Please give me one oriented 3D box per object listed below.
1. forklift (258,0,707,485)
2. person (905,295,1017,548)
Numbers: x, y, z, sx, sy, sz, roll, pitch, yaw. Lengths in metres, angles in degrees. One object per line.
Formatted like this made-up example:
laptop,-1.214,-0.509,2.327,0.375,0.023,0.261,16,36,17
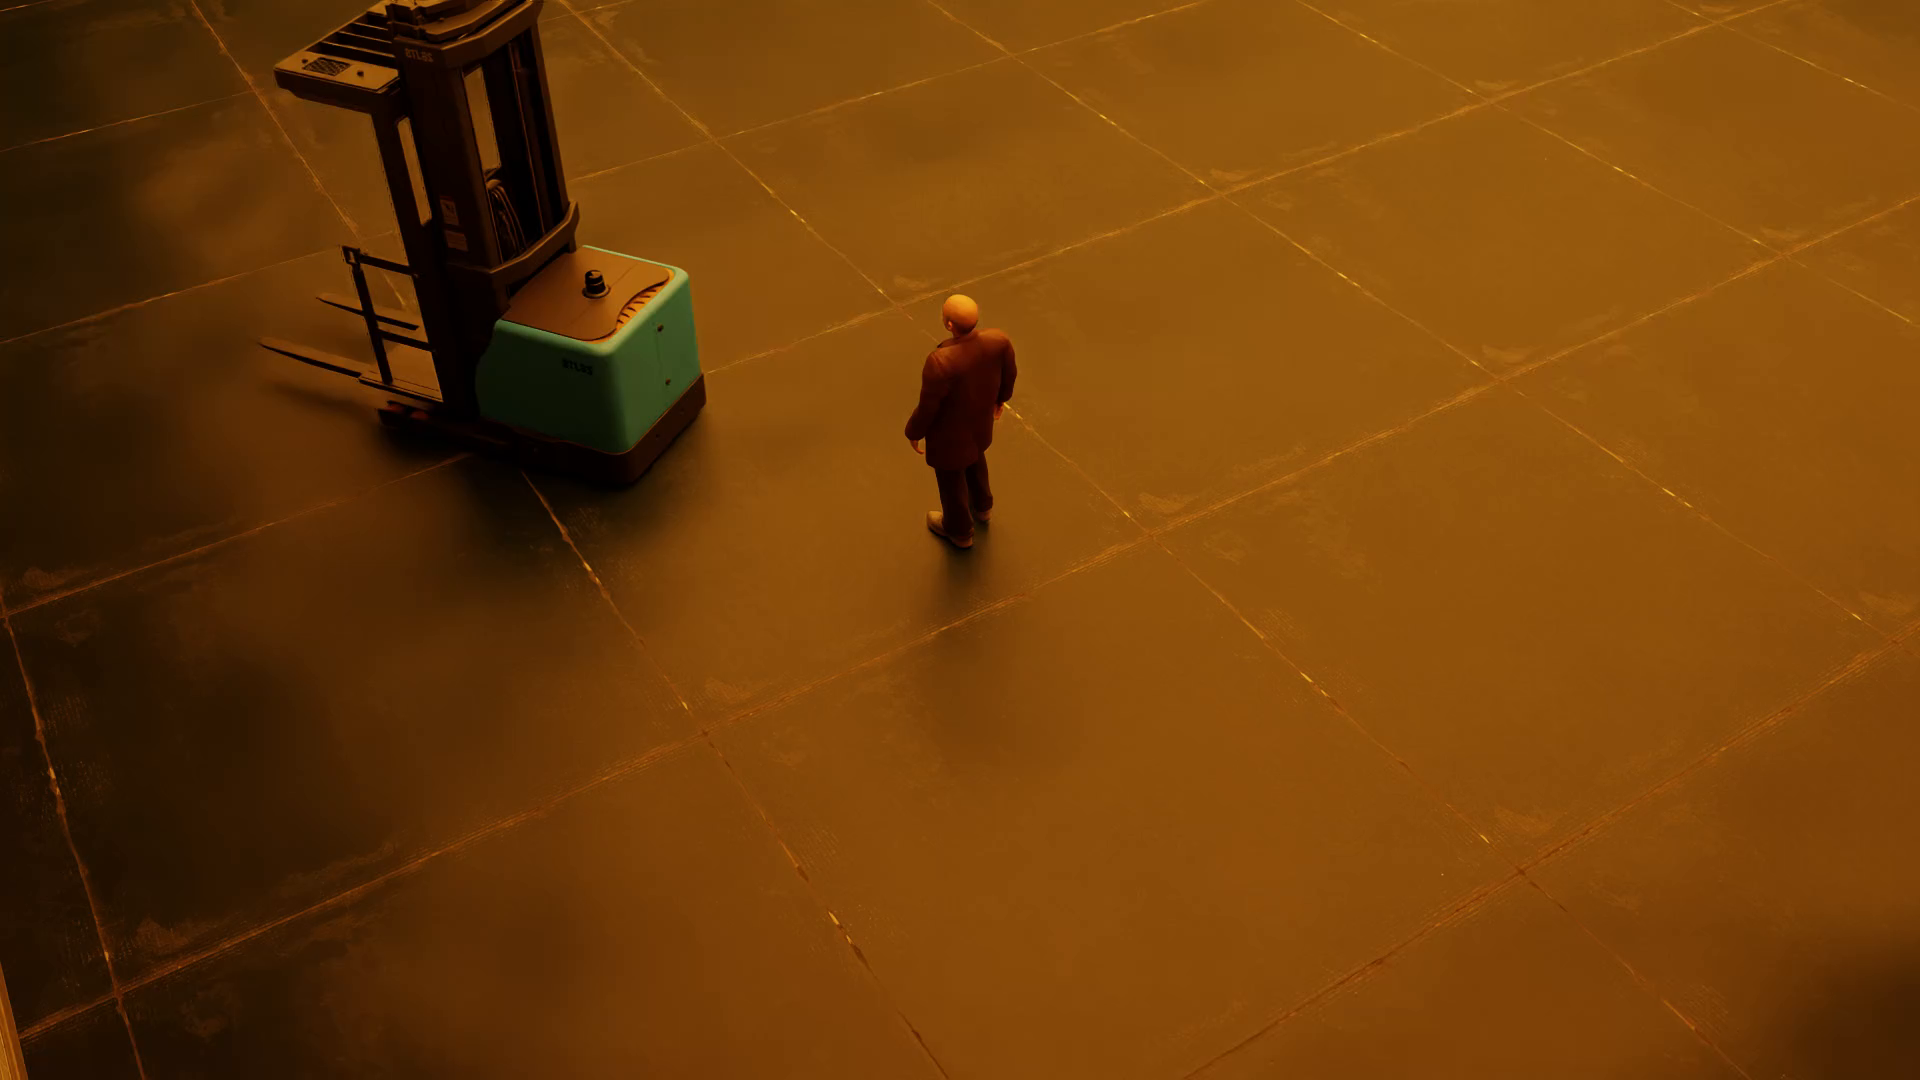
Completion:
forklift,-3.247,-2.084,10.256,3.031,2.935,1.130,16,44,17
person,-0.046,-0.728,9.569,0.698,1.778,0.580,-23,46,-24
